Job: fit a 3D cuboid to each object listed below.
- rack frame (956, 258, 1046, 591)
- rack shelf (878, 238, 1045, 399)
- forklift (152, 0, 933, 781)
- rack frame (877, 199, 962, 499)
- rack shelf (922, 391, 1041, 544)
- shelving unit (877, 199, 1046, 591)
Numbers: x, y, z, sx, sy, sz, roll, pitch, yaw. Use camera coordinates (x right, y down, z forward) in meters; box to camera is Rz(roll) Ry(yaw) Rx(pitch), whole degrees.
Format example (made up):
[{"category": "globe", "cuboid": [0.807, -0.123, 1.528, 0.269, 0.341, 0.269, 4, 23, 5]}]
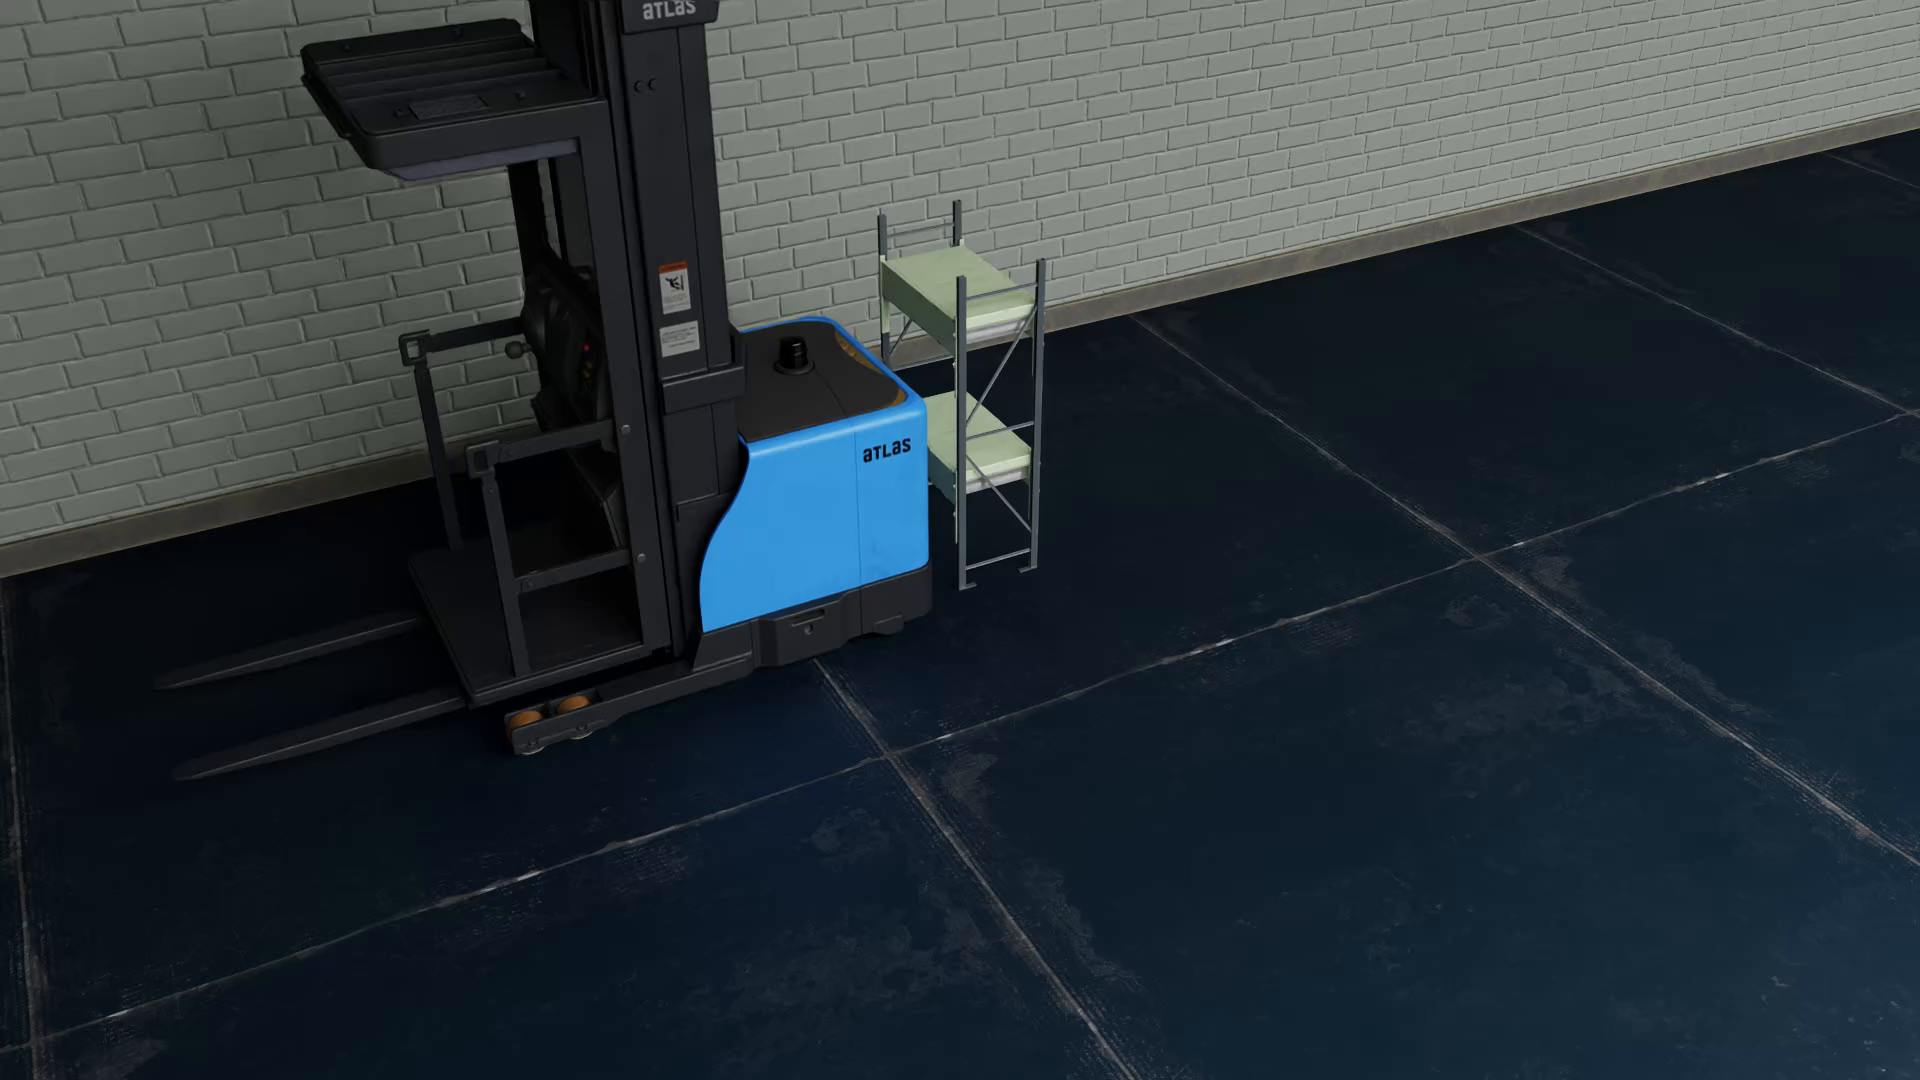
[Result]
[{"category": "rack frame", "cuboid": [0.168, -0.460, 7.078, 0.400, 1.500, 0.023, -16, 36, -23]}, {"category": "rack shelf", "cuboid": [-0.003, -0.963, 7.140, 0.431, 0.370, 0.720, -16, 36, -23]}, {"category": "forklift", "cuboid": [-1.661, -0.729, 6.171, 3.031, 2.935, 1.130, -16, 36, -24]}, {"category": "rack frame", "cuboid": [-0.174, -0.809, 7.623, 0.400, 1.500, 0.023, -16, 36, -23]}, {"category": "rack shelf", "cuboid": [-0.003, -0.360, 7.526, 0.431, 0.370, 0.720, -16, 36, -23]}, {"category": "shelving unit", "cuboid": [-0.003, -0.635, 7.350, 0.431, 1.500, 0.755, -16, 36, -23]}]
